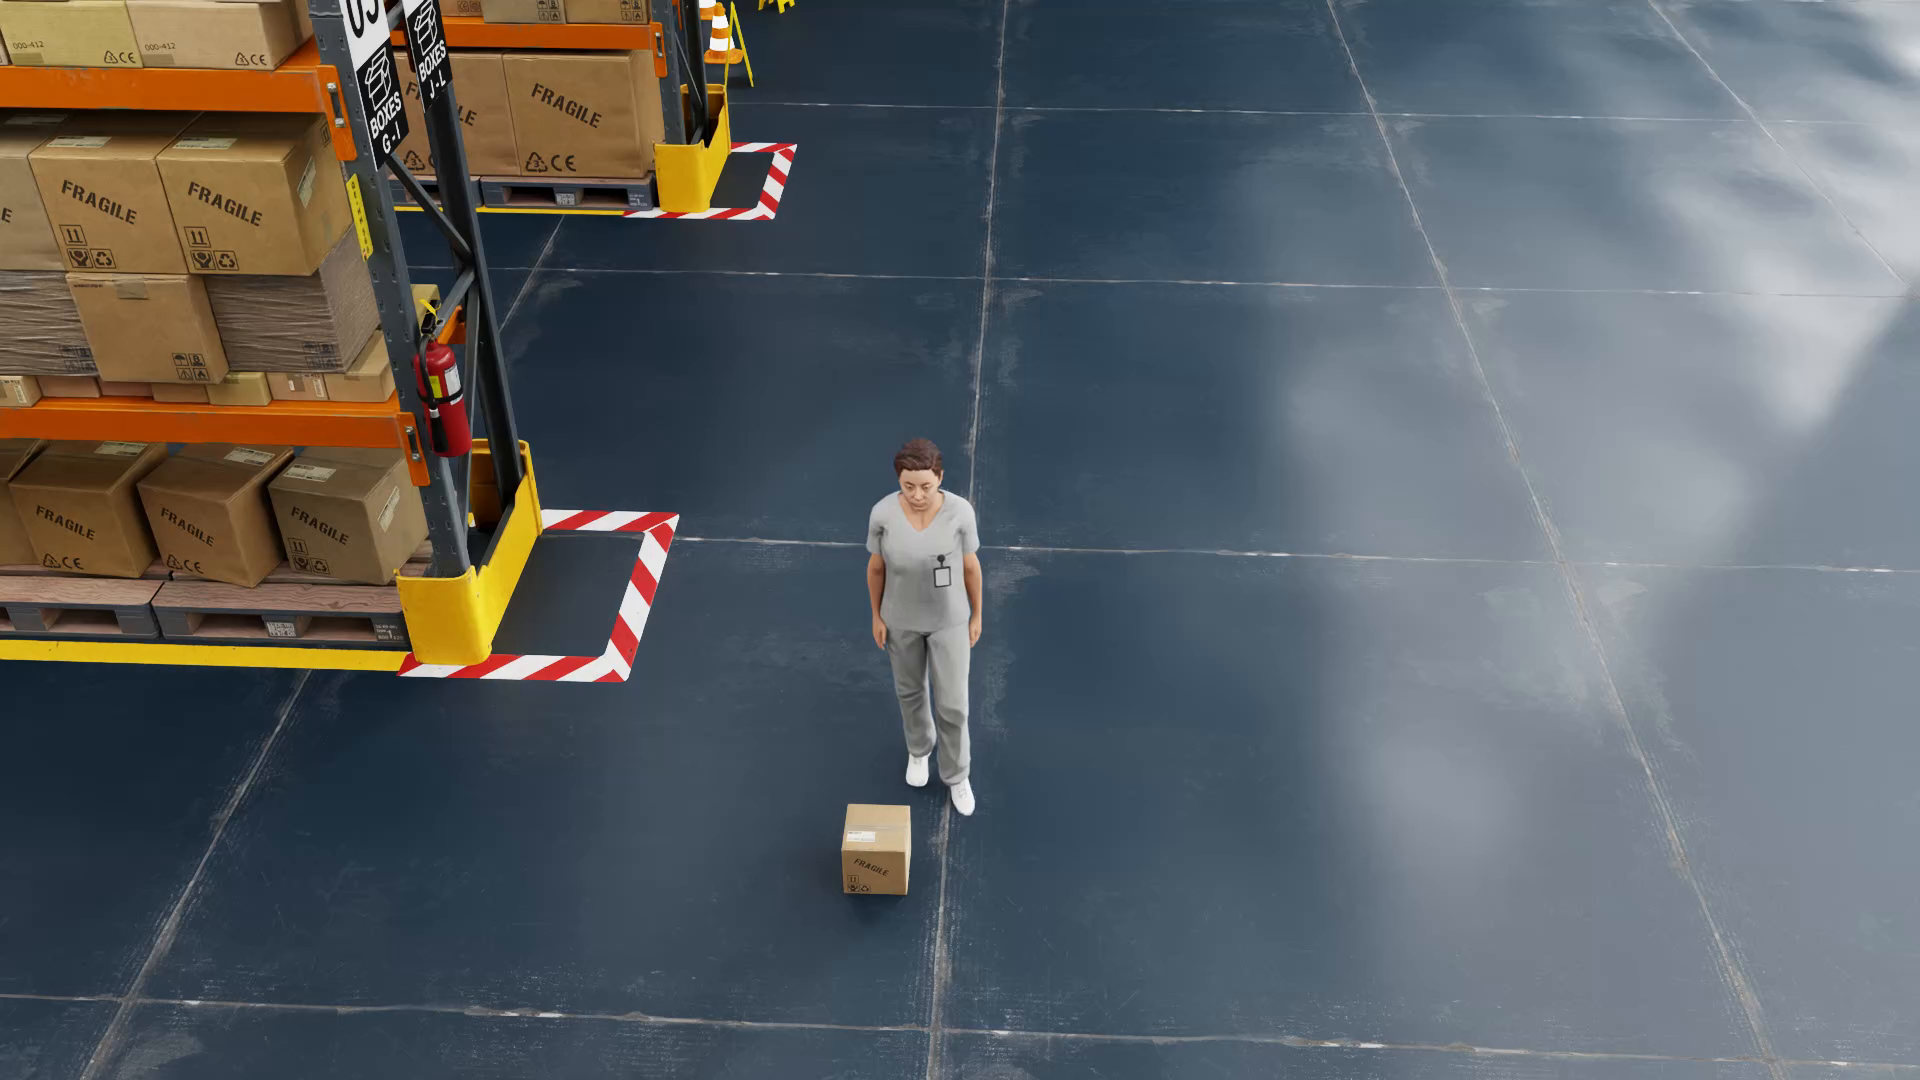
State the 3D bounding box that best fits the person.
[{"bbox_3d":[-0.144,0.351,6.650,0.457,1.716,0.432,3,36,4],"label":"person"}]
